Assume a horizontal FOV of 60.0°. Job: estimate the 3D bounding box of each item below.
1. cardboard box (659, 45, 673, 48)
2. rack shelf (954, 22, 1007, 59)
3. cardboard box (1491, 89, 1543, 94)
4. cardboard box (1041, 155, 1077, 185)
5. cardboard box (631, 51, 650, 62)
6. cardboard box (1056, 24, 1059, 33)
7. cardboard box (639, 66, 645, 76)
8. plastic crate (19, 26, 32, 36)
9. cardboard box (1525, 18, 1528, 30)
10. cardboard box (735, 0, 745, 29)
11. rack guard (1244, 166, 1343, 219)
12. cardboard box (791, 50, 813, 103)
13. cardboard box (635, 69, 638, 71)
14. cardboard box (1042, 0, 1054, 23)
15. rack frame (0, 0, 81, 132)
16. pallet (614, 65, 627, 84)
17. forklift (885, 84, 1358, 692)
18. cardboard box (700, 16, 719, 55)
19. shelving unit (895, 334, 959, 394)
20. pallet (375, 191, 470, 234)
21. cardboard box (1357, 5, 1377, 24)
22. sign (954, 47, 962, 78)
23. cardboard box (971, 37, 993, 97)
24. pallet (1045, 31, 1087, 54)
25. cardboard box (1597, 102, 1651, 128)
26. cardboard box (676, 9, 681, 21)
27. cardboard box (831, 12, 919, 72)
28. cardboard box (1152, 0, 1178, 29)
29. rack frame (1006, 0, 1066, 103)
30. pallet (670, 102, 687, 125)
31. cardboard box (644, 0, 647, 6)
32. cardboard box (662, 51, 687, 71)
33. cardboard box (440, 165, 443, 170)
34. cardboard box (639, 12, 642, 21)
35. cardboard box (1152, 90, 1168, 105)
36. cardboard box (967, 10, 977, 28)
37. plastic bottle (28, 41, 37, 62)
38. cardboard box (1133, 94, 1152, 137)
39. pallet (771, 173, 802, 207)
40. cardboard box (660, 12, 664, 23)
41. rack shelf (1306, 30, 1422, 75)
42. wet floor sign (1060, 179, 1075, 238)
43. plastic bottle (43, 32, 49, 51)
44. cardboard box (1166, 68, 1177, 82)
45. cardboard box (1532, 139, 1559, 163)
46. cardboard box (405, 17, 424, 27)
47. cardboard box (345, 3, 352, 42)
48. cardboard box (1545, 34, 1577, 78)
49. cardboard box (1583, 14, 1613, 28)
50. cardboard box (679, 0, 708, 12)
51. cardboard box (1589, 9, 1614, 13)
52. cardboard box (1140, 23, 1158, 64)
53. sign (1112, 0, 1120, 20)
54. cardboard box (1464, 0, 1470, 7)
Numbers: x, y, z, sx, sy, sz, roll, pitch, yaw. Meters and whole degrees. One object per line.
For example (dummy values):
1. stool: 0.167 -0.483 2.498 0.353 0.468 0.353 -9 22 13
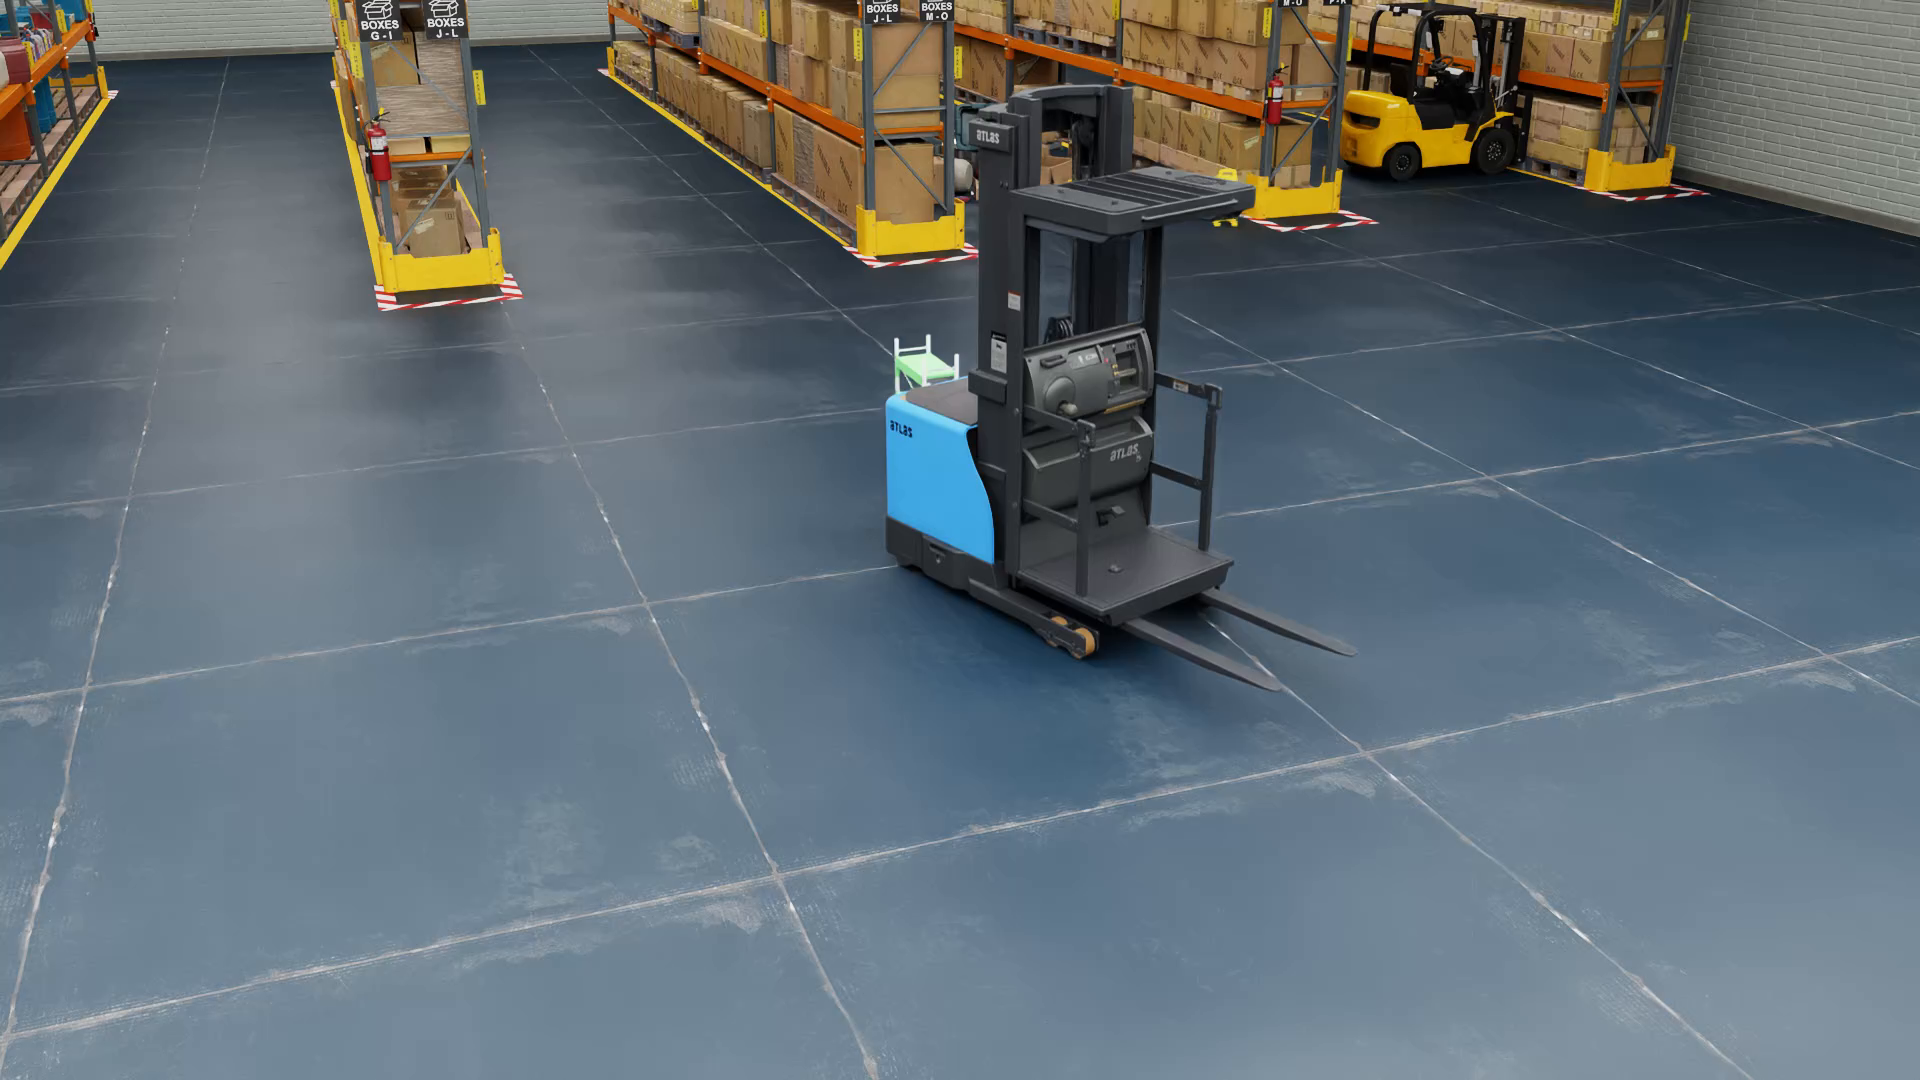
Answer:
1. cardboard box: -5.352 -9.044 30.710 0.380 0.149 0.250 -7 24 -17
2. rack shelf: 0.514 -8.621 28.267 1.077 0.370 4.000 -8 24 -19
3. cardboard box: 7.689 -6.065 22.989 0.500 0.250 0.500 -9 24 -20
4. cardboard box: 1.058 -4.459 20.682 0.637 0.503 0.797 12 26 27
5. cardboard box: -5.686 -8.674 29.832 0.380 0.149 0.250 -9 25 -21
6. cardboard box: 1.656 -7.670 24.867 0.380 0.149 0.250 -7 24 -17
7. cardboard box: -5.414 -8.242 29.190 0.380 0.149 0.250 -9 25 -21
8. plastic crate: -14.744 -7.910 25.933 0.437 0.125 0.590 -8 24 -19
9. cardboard box: 7.825 -6.999 22.531 0.380 0.149 0.250 -9 24 -19
10. cardboard box: -2.681 -7.296 22.783 0.700 0.500 0.500 -9 24 -20
11. rack guard: 4.020 -4.194 20.058 1.175 0.500 0.348 -8 24 -19
12. cardboard box: -1.524 -5.584 19.943 0.875 0.550 0.550 -8 24 -19
13. cardboard box: -5.640 -8.419 29.991 0.380 0.149 0.250 -8 24 -18
14. cardboard box: 1.548 -8.026 24.879 0.500 0.500 0.500 -8 24 -18
15. rack frame: -14.097 -7.640 25.013 1.000 3.000 0.127 -8 24 -19
16. pallet: -5.920 -8.804 31.366 1.003 0.211 1.213 -8 24 -19
17. forklift: 0.868 -0.917 9.152 1.130 2.935 3.031 -18 29 -36
18. cardboard box: -3.468 -7.355 24.211 0.500 0.500 0.500 -8 24 -18
19. shelving unit: -0.215 -0.680 10.818 0.258 1.200 0.503 -9 25 -21
20. pallet: -6.367 -3.888 19.703 1.003 0.211 1.213 -8 24 -19
21. cardboard box: 6.500 -8.131 25.730 0.500 0.250 0.500 -8 24 -18
22. sign: -0.027 -5.112 17.800 0.100 0.325 0.005 -8 24 -19
23. cardboard box: 0.743 -8.027 28.127 0.875 0.875 0.875 -8 24 -18
24. pallet: 1.959 -7.423 24.747 1.003 0.211 1.213 -8 24 -19
25. cardboard box: 8.697 -5.589 21.860 0.500 0.250 0.500 -9 24 -20
26. cardboard box: -4.071 -7.938 25.122 0.380 0.149 0.250 -7 24 -17
27. cardboard box: -0.924 -5.497 18.346 0.875 0.550 0.550 -8 24 -19
28. cardboard box: 2.899 -6.851 21.345 0.700 0.500 0.500 -9 24 -20
29. rack frame: 1.221 -8.225 26.403 1.000 3.000 0.127 -8 24 -19
30. pallet: -4.076 -6.951 26.971 1.003 0.211 1.213 -8 24 -19
31. cardboard box: -4.985 -8.878 27.351 0.380 0.149 0.250 -9 24 -20
32. cardboard box: -4.583 -7.852 27.230 0.500 0.250 0.500 -8 24 -18
33. cardboard box: -6.834 -4.689 20.665 0.700 0.500 0.500 -10 25 -23
34. cardboard box: -5.300 -8.997 28.559 0.380 0.149 0.250 -9 24 -20
35. cardboard box: 2.761 -5.851 21.970 0.380 0.149 0.250 -7 24 -17
36. cardboard box: 0.441 -8.673 27.659 0.500 0.250 0.500 -9 24 -20
37. plastic bottle: -13.024 -6.834 23.263 0.152 0.276 0.135 -8 24 -19
38. cardboard box: 2.590 -5.793 22.665 0.500 0.500 0.500 -7 24 -16
39. pallet: -1.766 -4.484 21.117 1.003 0.211 1.213 -8 24 -19
40. cardboard box: -4.526 -8.269 26.289 0.380 0.149 0.250 -10 25 -21
41. rack shelf: 6.570 -7.850 26.438 1.077 0.370 4.000 -8 24 -19
42. wet floor sign: 1.314 -3.779 18.885 0.267 0.644 0.232 -13 26 -28
43. plastic bottle: -13.526 -7.351 24.488 0.152 0.276 0.135 -8 24 -19
44. cardboard box: 2.888 -6.032 21.522 0.380 0.149 0.250 -8 24 -19
45. cardboard box: 8.061 -5.237 22.312 0.500 0.250 0.500 -8 24 -19
46. cardboard box: -5.511 -5.204 17.436 0.500 0.500 0.500 -8 24 -19
47. cardboard box: -6.716 -5.858 18.987 0.500 0.500 0.500 -8 24 -19
48. cardboard box: 8.095 -6.380 21.895 0.500 0.500 0.500 -8 24 -17
49. cardboard box: 8.249 -6.670 21.365 0.380 0.149 0.250 -8 24 -19
50. cardboard box: -3.976 -7.977 24.830 0.380 0.149 0.250 -9 25 -21
51. cardboard box: 8.530 -6.920 21.959 0.380 0.149 0.250 -8 24 -19
52. cardboard box: 2.728 -6.578 21.983 0.500 0.500 0.500 -8 24 -19
53. sign: 2.116 -7.228 22.546 0.100 0.325 0.005 -8 24 -19
54. cardboard box: 7.387 -7.606 23.587 0.380 0.149 0.250 -9 24 -20
